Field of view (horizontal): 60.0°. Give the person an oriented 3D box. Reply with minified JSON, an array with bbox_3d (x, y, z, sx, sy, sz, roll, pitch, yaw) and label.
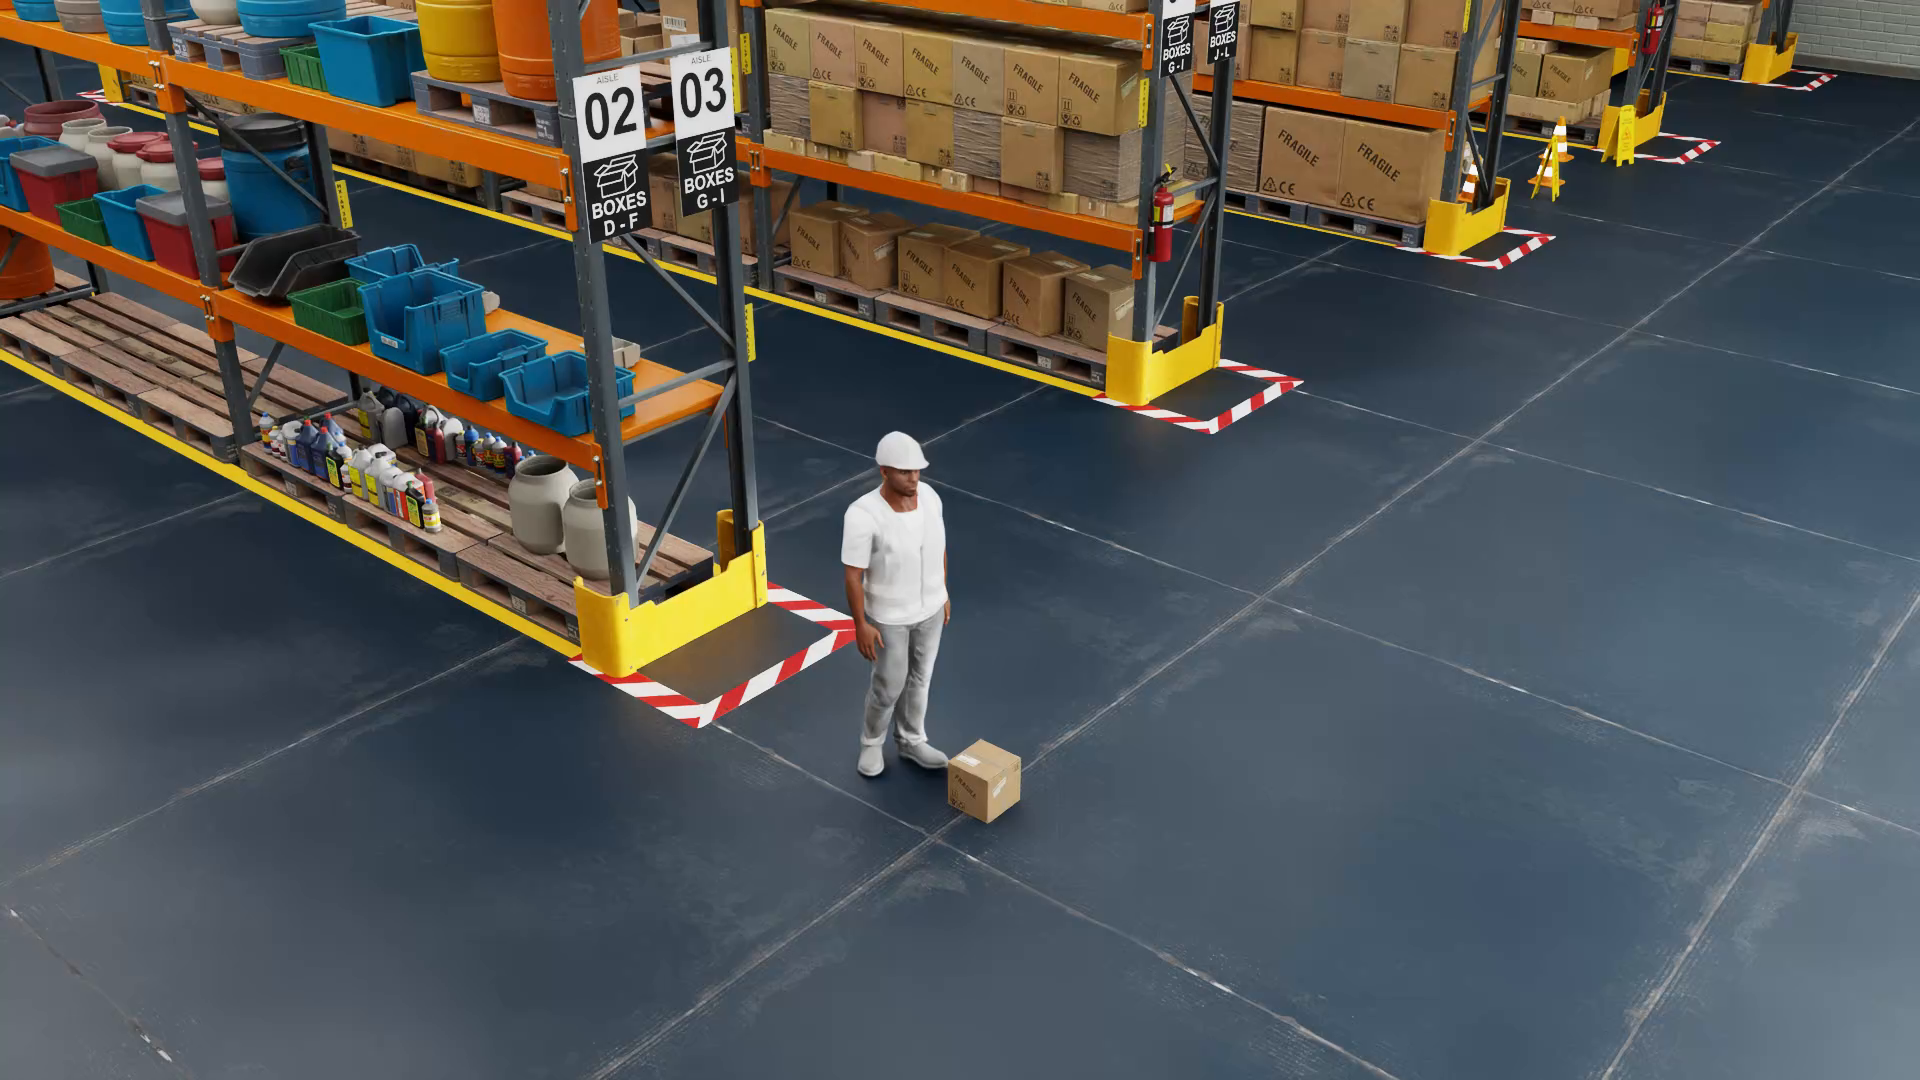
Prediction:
[{"bbox_3d":[-0.277,0.320,7.940,0.608,1.765,0.432,-21,34,-34],"label":"person"}]
